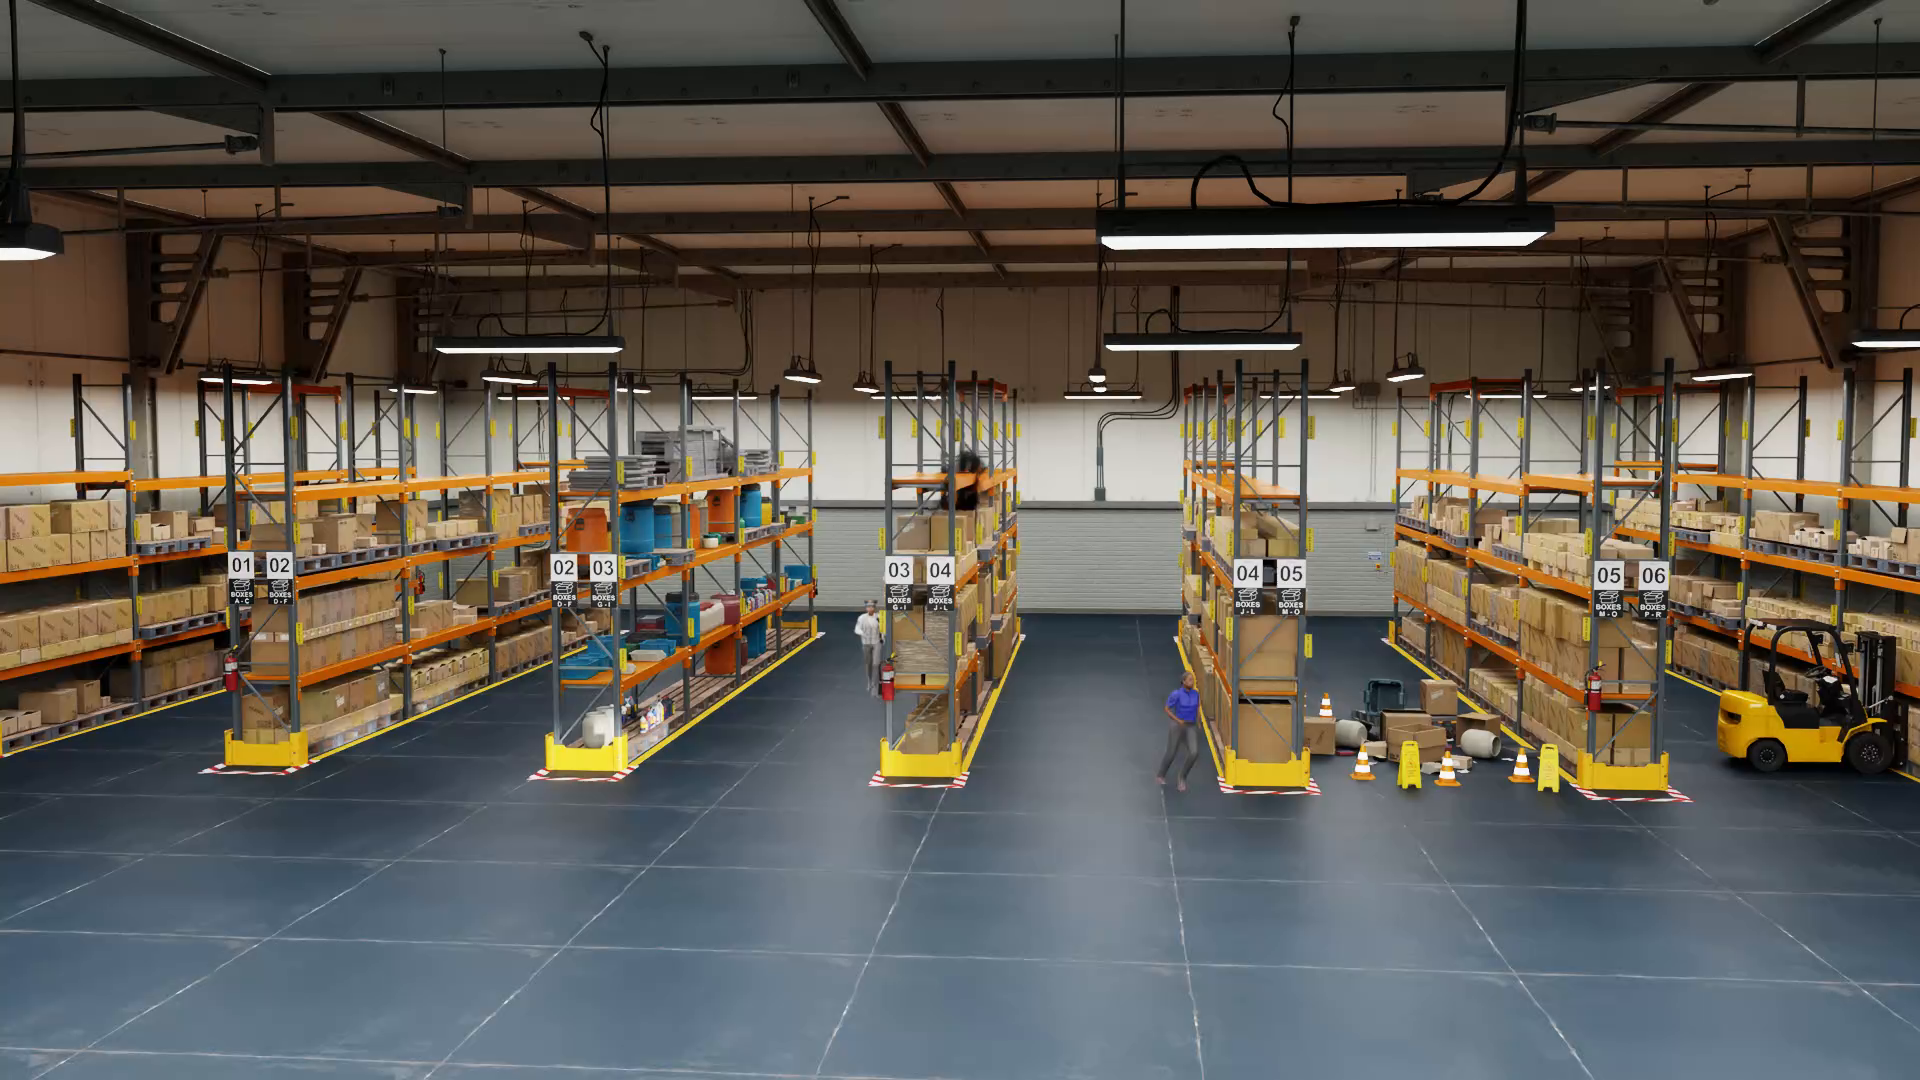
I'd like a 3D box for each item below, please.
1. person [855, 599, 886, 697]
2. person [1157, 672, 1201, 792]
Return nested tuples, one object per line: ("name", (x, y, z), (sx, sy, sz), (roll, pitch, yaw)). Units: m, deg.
("person", (-1.597, 1.906, 29.888), (0.562, 1.734, 0.813), (0, 4, 5))
("person", (3.133, 2.672, 23.283), (0.651, 1.660, 0.668), (-1, 4, -19))
